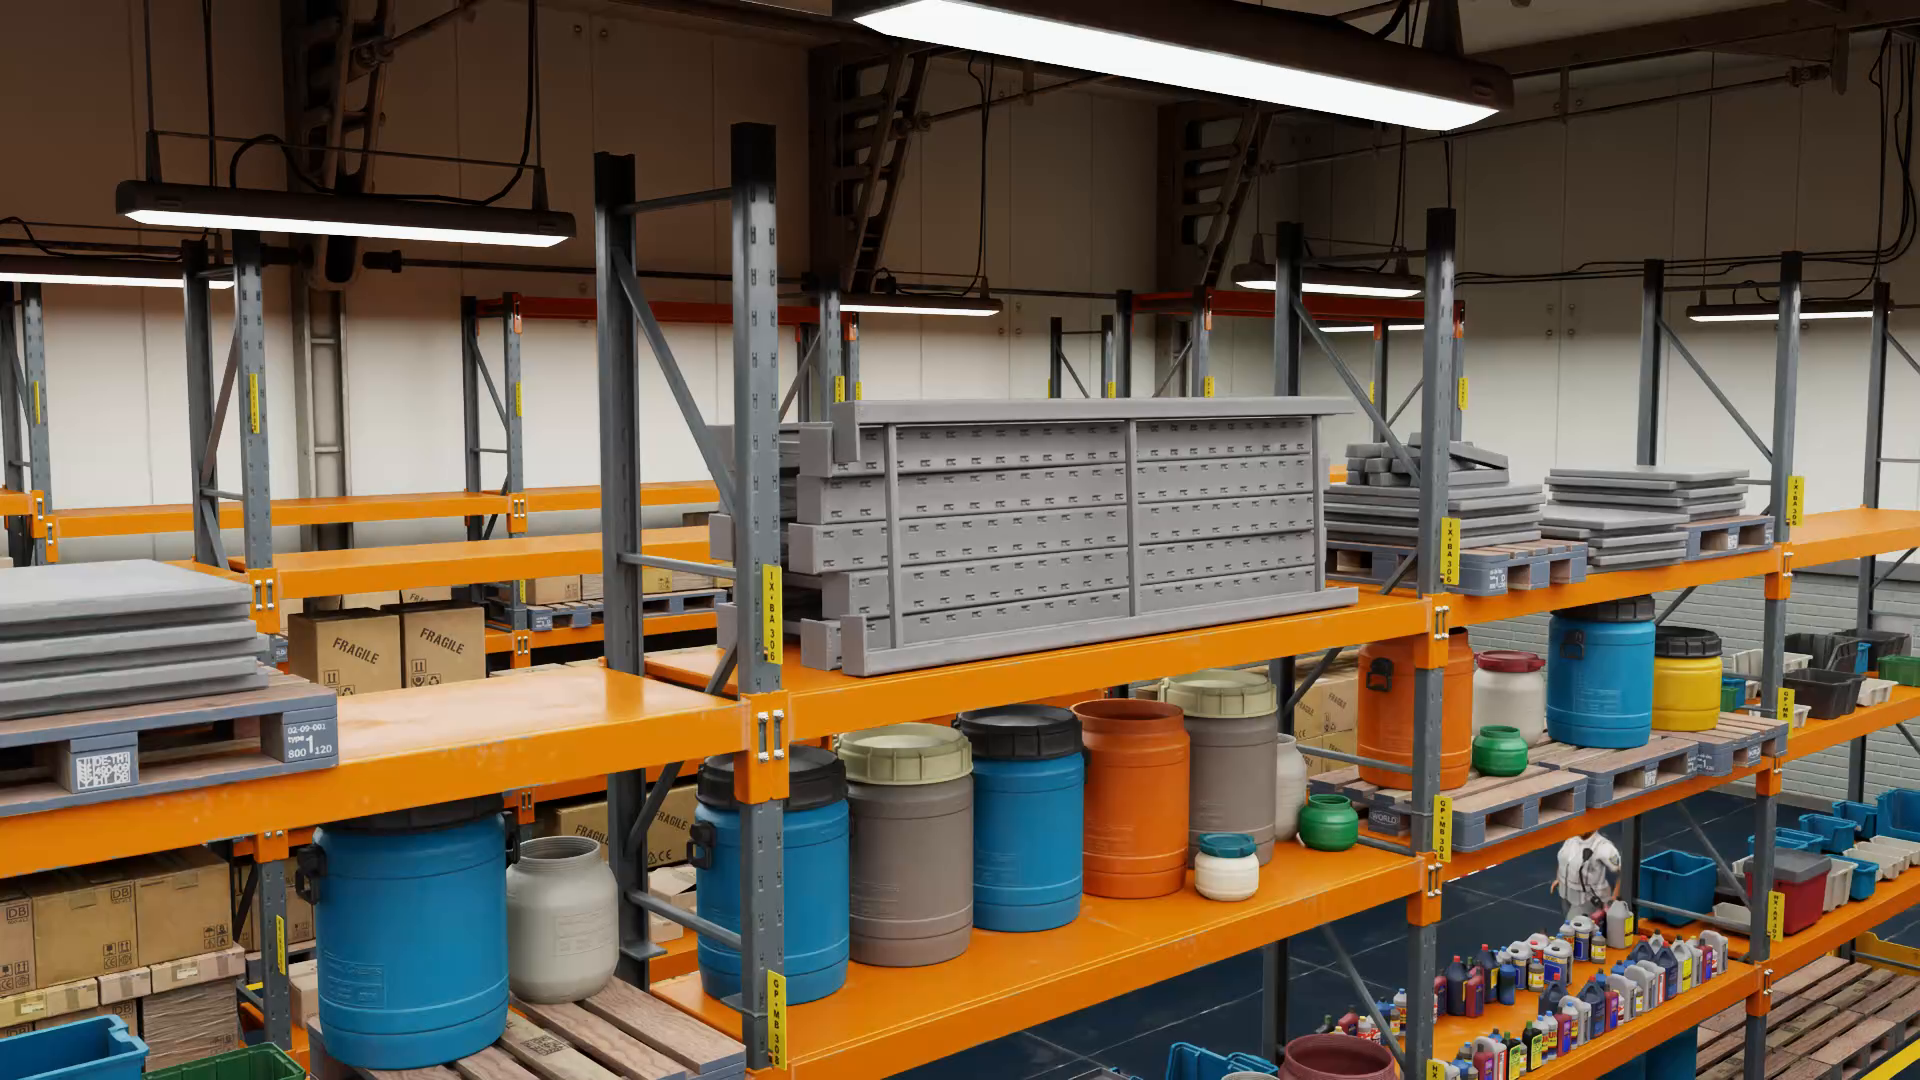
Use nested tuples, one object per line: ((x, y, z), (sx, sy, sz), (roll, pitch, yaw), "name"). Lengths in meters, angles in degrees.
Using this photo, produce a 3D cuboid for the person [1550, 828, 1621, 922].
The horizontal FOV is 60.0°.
((5.202, 3.006, 13.861), (0.924, 1.641, 0.643), (-2, 6, -18), "person")
